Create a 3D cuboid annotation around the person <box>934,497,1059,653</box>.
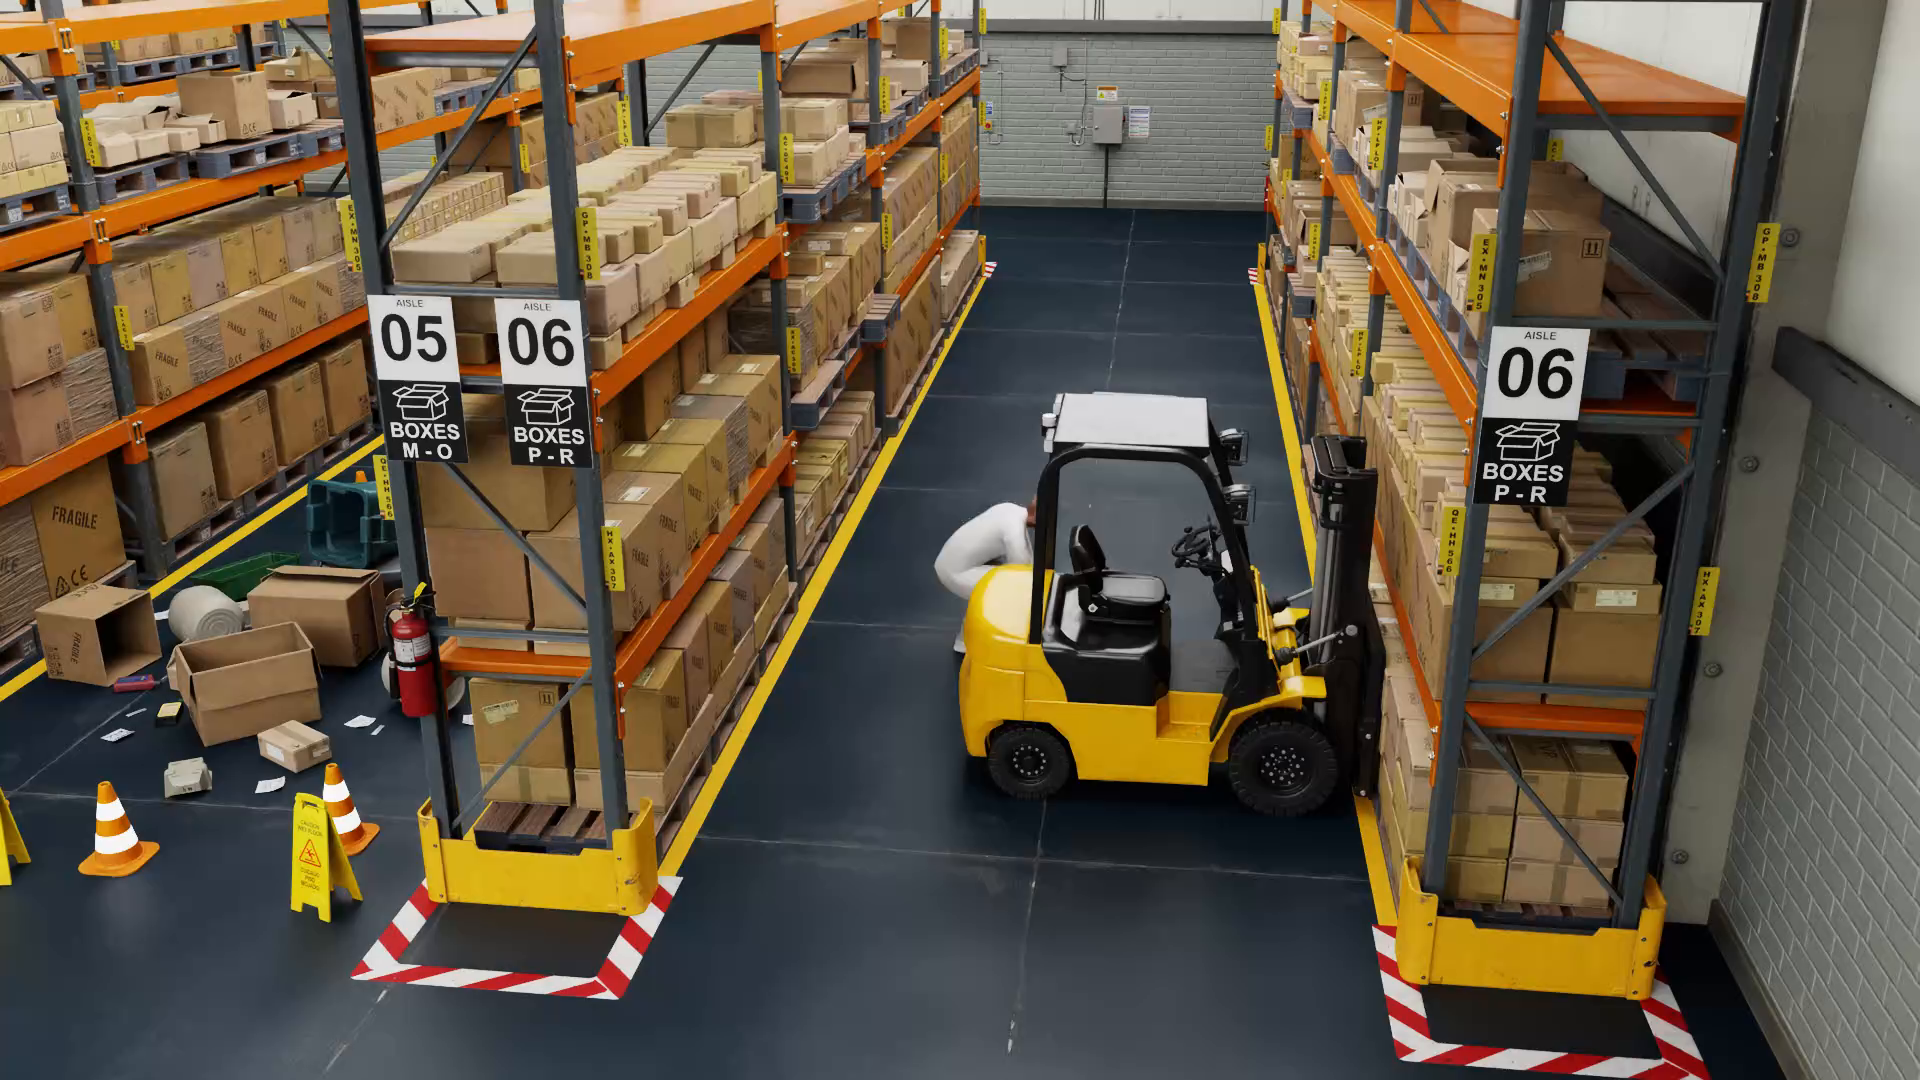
[{"bbox_3d":[0.261,0.217,11.490,0.865,1.099,0.616,2,21,6],"label":"person"}]
